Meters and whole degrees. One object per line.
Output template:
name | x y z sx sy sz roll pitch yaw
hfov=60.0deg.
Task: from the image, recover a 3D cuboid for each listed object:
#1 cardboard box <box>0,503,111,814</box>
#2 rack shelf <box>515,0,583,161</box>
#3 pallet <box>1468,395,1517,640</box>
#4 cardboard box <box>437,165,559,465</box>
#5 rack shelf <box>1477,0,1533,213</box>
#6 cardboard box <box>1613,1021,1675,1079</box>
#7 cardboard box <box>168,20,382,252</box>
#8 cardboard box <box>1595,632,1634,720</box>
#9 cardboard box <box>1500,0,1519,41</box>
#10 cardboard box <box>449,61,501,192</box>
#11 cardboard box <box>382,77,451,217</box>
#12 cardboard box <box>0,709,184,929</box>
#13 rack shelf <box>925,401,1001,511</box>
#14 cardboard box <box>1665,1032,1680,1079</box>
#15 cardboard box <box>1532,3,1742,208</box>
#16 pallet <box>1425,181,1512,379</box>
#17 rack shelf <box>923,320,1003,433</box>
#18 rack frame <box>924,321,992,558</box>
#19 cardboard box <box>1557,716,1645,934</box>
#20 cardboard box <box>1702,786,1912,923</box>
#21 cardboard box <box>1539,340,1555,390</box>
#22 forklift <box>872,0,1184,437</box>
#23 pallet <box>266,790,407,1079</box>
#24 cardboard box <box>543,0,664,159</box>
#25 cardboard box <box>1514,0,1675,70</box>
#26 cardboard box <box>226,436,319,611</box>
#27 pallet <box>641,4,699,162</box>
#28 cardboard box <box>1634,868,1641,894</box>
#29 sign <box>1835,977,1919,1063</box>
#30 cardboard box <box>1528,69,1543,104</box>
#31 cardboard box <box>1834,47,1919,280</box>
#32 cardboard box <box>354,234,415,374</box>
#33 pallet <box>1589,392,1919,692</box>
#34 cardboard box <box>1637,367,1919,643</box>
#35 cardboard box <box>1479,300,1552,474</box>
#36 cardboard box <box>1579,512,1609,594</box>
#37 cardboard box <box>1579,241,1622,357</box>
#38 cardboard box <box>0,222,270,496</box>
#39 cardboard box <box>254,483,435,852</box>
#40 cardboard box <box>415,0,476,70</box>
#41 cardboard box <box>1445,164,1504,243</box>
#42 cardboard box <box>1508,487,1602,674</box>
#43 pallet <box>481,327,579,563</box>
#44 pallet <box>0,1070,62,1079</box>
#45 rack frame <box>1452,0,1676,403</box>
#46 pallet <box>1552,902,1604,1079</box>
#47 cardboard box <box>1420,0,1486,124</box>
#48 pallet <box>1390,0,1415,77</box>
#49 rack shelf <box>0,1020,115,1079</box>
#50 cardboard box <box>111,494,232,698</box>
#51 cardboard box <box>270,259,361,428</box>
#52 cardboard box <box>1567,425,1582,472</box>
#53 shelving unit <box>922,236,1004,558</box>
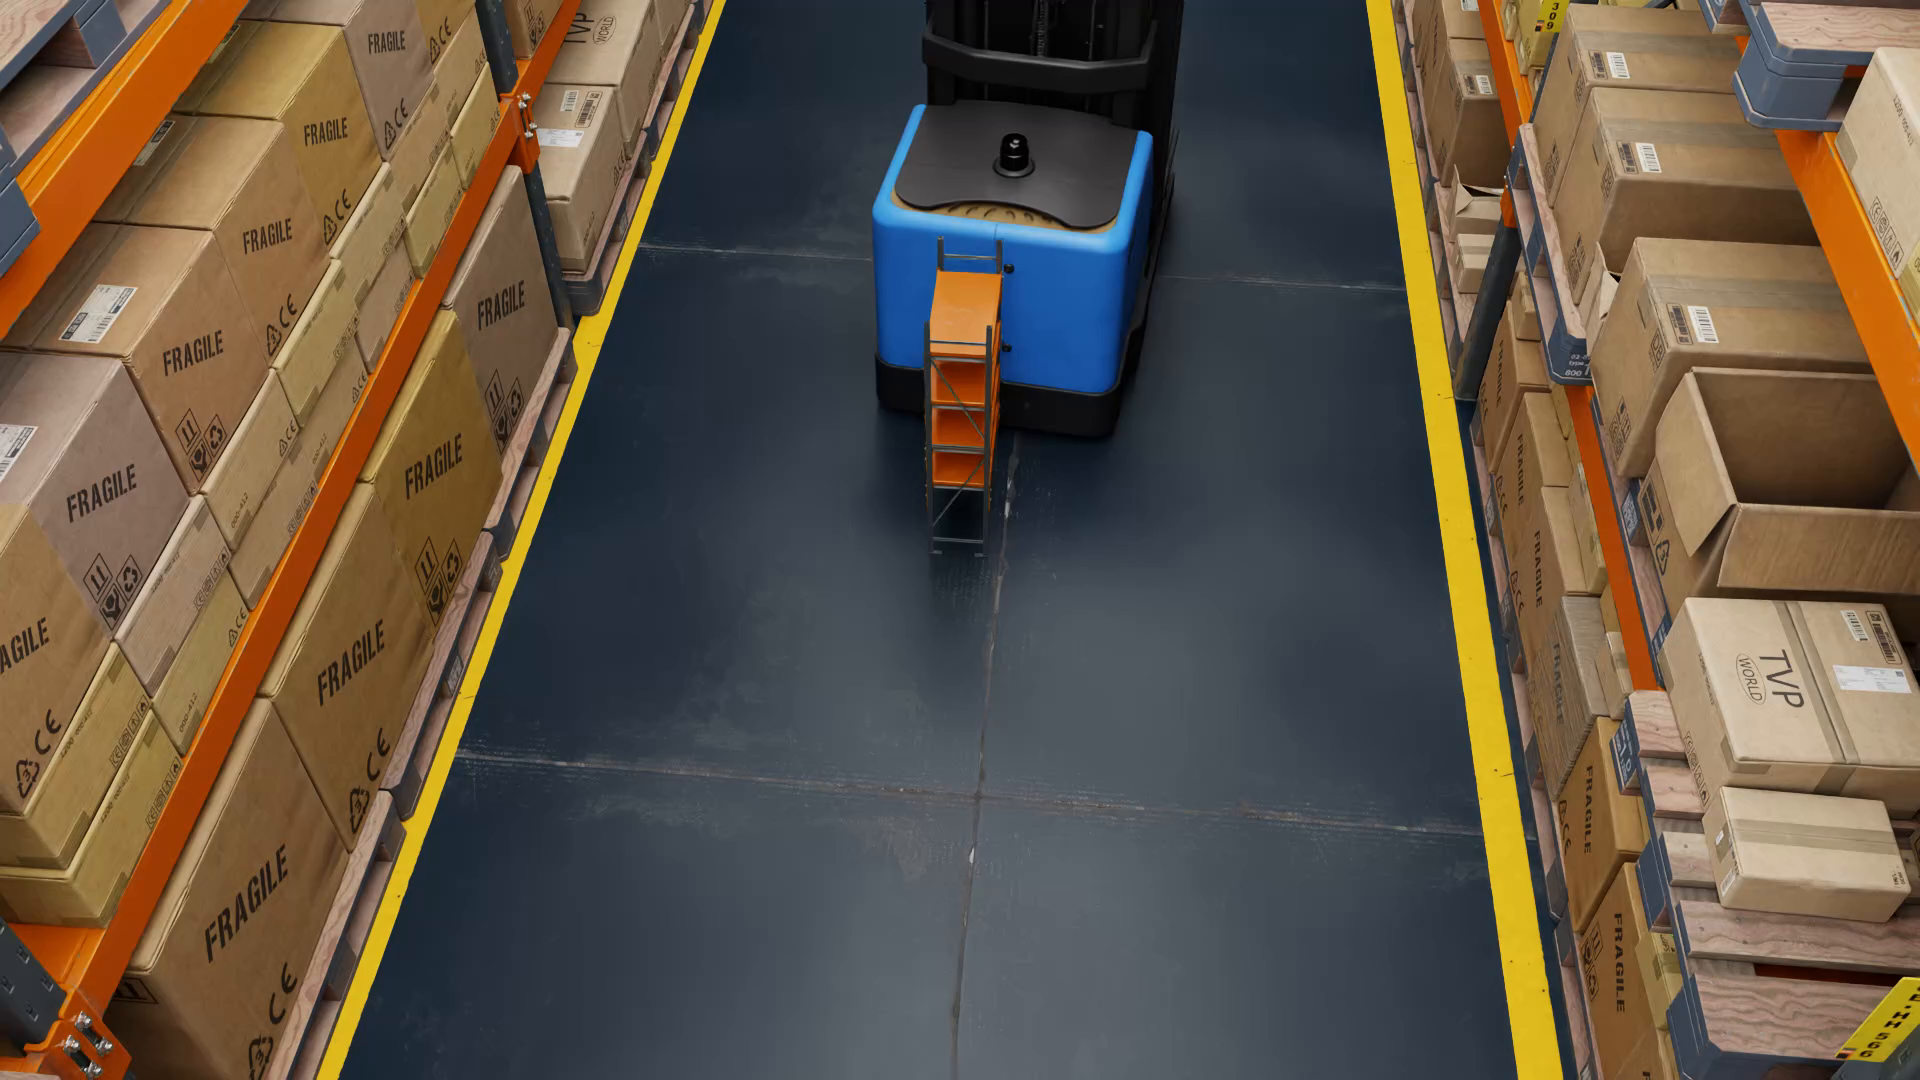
cardboard box | -2.342 0.258 3.736 0.500 0.500 0.500 2 48 2
rack shelf | -2.084 -3.191 8.123 1.077 0.370 4.000 4 48 4
pallet | 2.641 -0.092 6.691 1.003 0.211 1.213 4 48 4
cardboard box | -2.243 -0.928 6.721 0.875 0.875 0.875 5 48 5
rack shelf | 2.860 -2.860 7.821 1.077 0.370 4.000 4 48 4
cardboard box | 2.137 1.683 4.588 0.500 0.500 0.500 5 48 5
cardboard box | -2.162 -1.238 5.105 0.500 0.500 0.500 5 48 5
cardboard box | 2.254 0.437 5.288 0.380 0.149 0.250 2 48 2
cardboard box | 2.457 -2.185 6.886 0.380 0.149 0.250 5 48 5
cardboard box | -2.056 -1.567 6.252 0.500 0.250 0.500 3 48 3
cardboard box | -2.102 -1.374 5.737 0.500 0.250 0.500 5 48 4
cardboard box | -2.335 0.683 4.194 0.500 0.250 0.500 3 48 3
rack shelf | 0.015 -0.347 6.615 0.258 0.148 0.480 4 48 4
cardboard box | 2.106 1.409 4.398 0.380 0.149 0.250 2 48 2
cardboard box | 2.410 -1.468 5.708 0.700 0.500 0.500 5 48 5
pallet | 2.741 -1.197 7.702 1.003 0.211 1.213 4 48 4
rack shelf | 0.015 -0.632 6.303 0.258 0.148 0.480 4 48 4
rack frame | -0.007 -0.347 6.255 0.240 1.200 0.015 4 48 4
cardboard box | 2.238 0.931 5.275 0.500 0.500 0.500 6 48 5
cardboard box | 1.991 0.741 3.925 0.380 0.149 0.250 5 48 4
cardboard box | 2.431 -0.696 6.323 0.380 0.149 0.250 3 48 2
forklift | 0.447 -2.535 7.082 1.130 2.935 3.031 9 48 8
pallet | -2.484 1.342 5.380 1.003 0.211 1.213 4 48 4
cardboard box | -2.021 -2.353 8.321 0.875 0.438 0.875 3 48 2
cardboard box | 2.481 -2.074 6.514 0.500 0.250 0.500 5 48 5
cardboard box | -2.253 -0.081 4.893 0.500 0.250 0.500 5 48 5
pallet | -2.010 -2.476 8.871 1.003 0.211 1.213 4 48 4
cardboard box | 2.167 1.016 4.758 0.380 0.149 0.250 2 48 2
sign | 1.771 0.912 3.152 0.100 0.325 0.005 4 48 4
cardboard box | 2.455 -1.800 6.534 0.380 0.149 0.250 4 48 4
cardboard box | 2.208 -0.786 3.505 0.500 0.250 0.500 4 48 4
cardboard box | -2.168 -0.823 5.572 0.500 0.250 0.500 3 48 2
pallet | 2.485 -0.059 4.901 1.003 0.211 1.213 4 48 4
cardboard box | 2.277 -0.082 4.438 0.797 0.503 0.637 3 48 3
cardboard box | 2.409 -0.591 6.667 0.500 0.500 0.500 6 48 5
cardboard box | 2.323 0.059 5.633 0.380 0.149 0.250 5 48 5
cardboard box | 2.169 -0.735 5.196 0.396 0.266 0.258 6 48 5
cardboard box | -2.244 -0.486 4.417 0.500 0.500 0.500 5 48 5
cardboard box | -2.399 0.393 5.513 0.875 0.875 0.875 4 48 4
cardboard box | -2.057 -1.990 5.792 0.500 0.500 0.500 5 48 5
cardboard box | 2.468 -1.544 7.697 0.396 0.266 0.258 5 48 5
cardboard box | 2.321 0.167 5.974 0.500 0.500 0.500 3 48 2
pallet | -2.261 -0.451 7.020 1.003 0.211 1.213 4 48 4
pallet | -2.589 1.571 3.411 1.213 0.211 1.003 4 48 4
rack frame | 2.677 -1.633 6.211 1.000 3.000 0.127 4 48 4
pallet | 2.418 1.701 5.051 1.003 0.211 1.213 4 48 4
cardboard box | 2.627 -2.420 8.340 0.500 0.500 0.500 5 48 4
pallet | 2.963 -2.990 9.342 1.003 0.211 1.213 4 48 4
rack shelf | -2.813 2.687 2.747 1.077 0.370 4.000 4 48 4
cardboard box | -2.290 0.121 4.369 0.500 0.250 0.500 5 48 4
cardboard box | -2.173 -0.616 5.043 0.500 0.250 0.500 5 48 4
cardboard box | 2.408 -0.304 5.965 0.380 0.149 0.250 3 48 3
shelving unit | 0.015 -0.527 6.419 0.258 1.200 0.503 4 48 4
